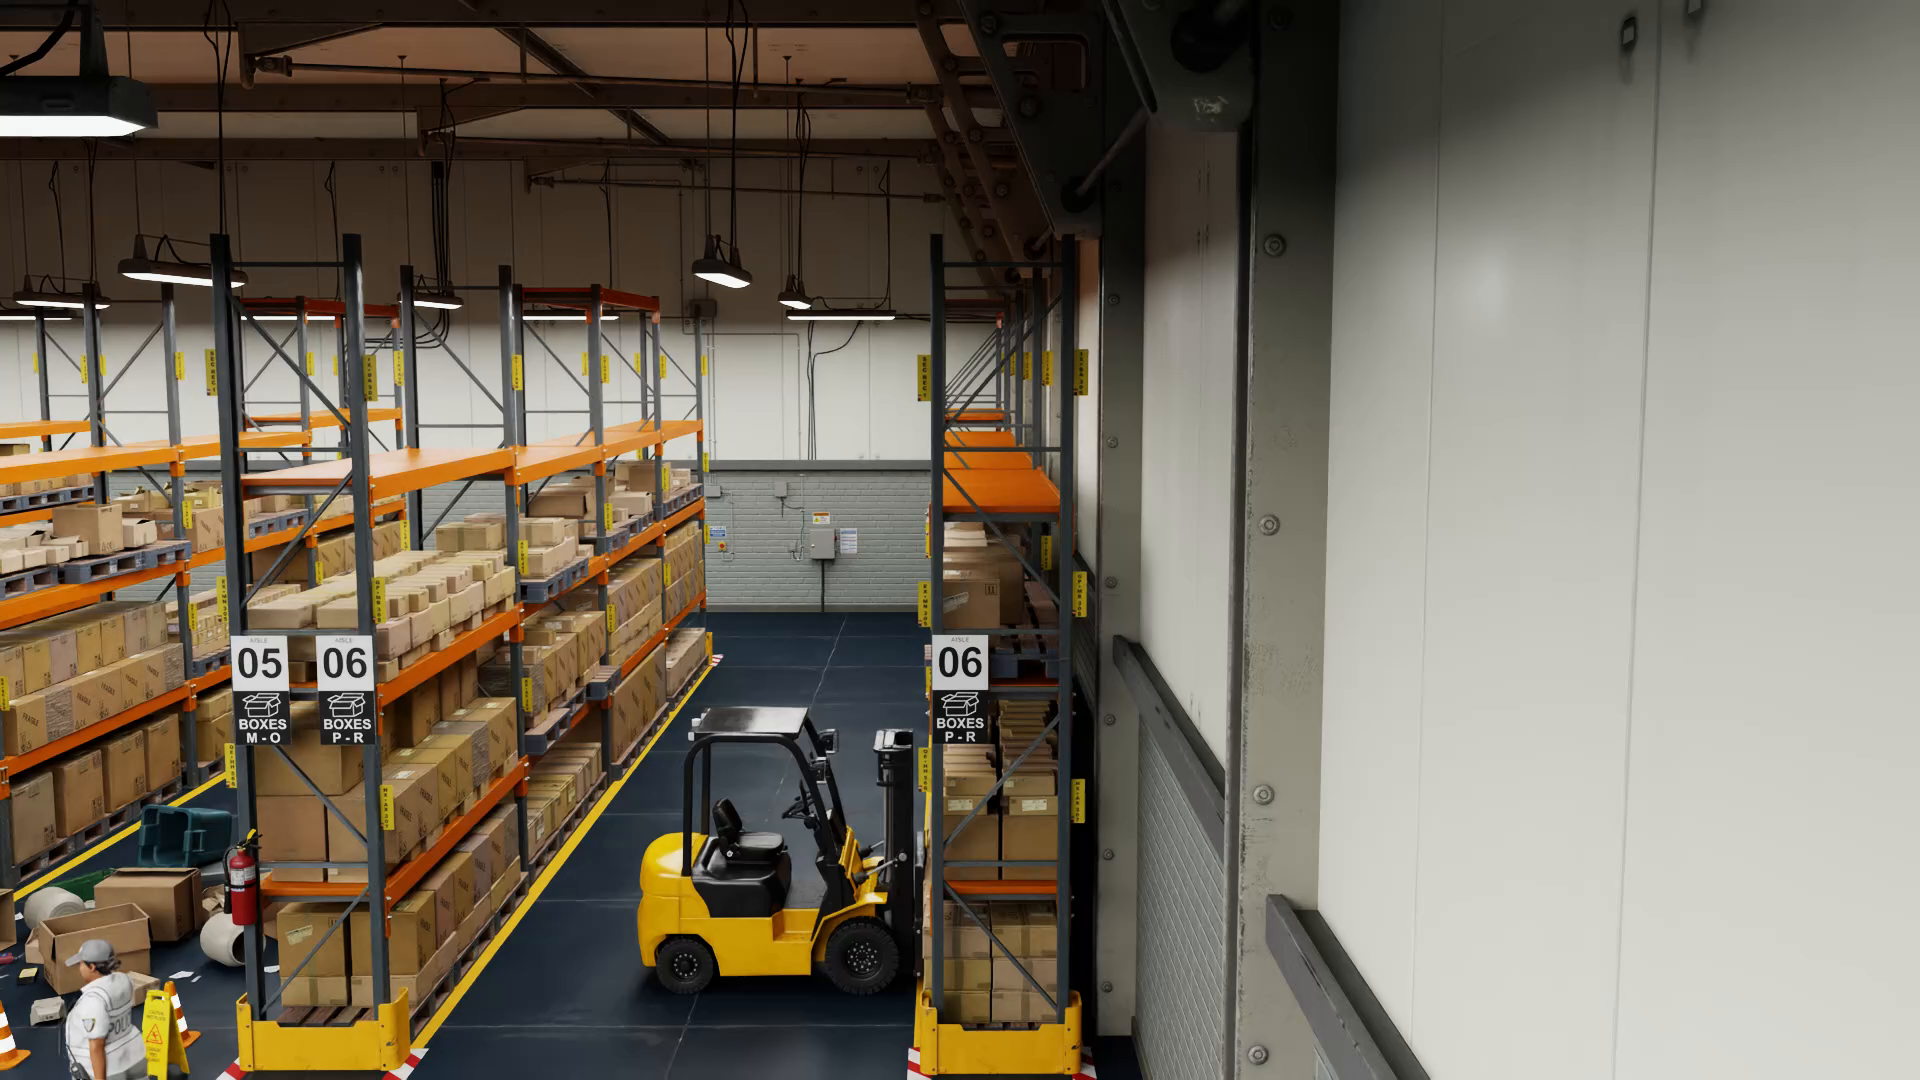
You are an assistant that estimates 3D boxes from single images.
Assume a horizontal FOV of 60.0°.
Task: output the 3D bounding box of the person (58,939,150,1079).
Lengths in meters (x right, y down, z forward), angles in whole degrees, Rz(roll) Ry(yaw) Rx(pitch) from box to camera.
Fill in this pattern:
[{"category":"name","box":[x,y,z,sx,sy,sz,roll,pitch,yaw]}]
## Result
[{"category":"person","box":[-5.254,3.240,10.163,0.855,1.635,0.510,1,6,10]}]
